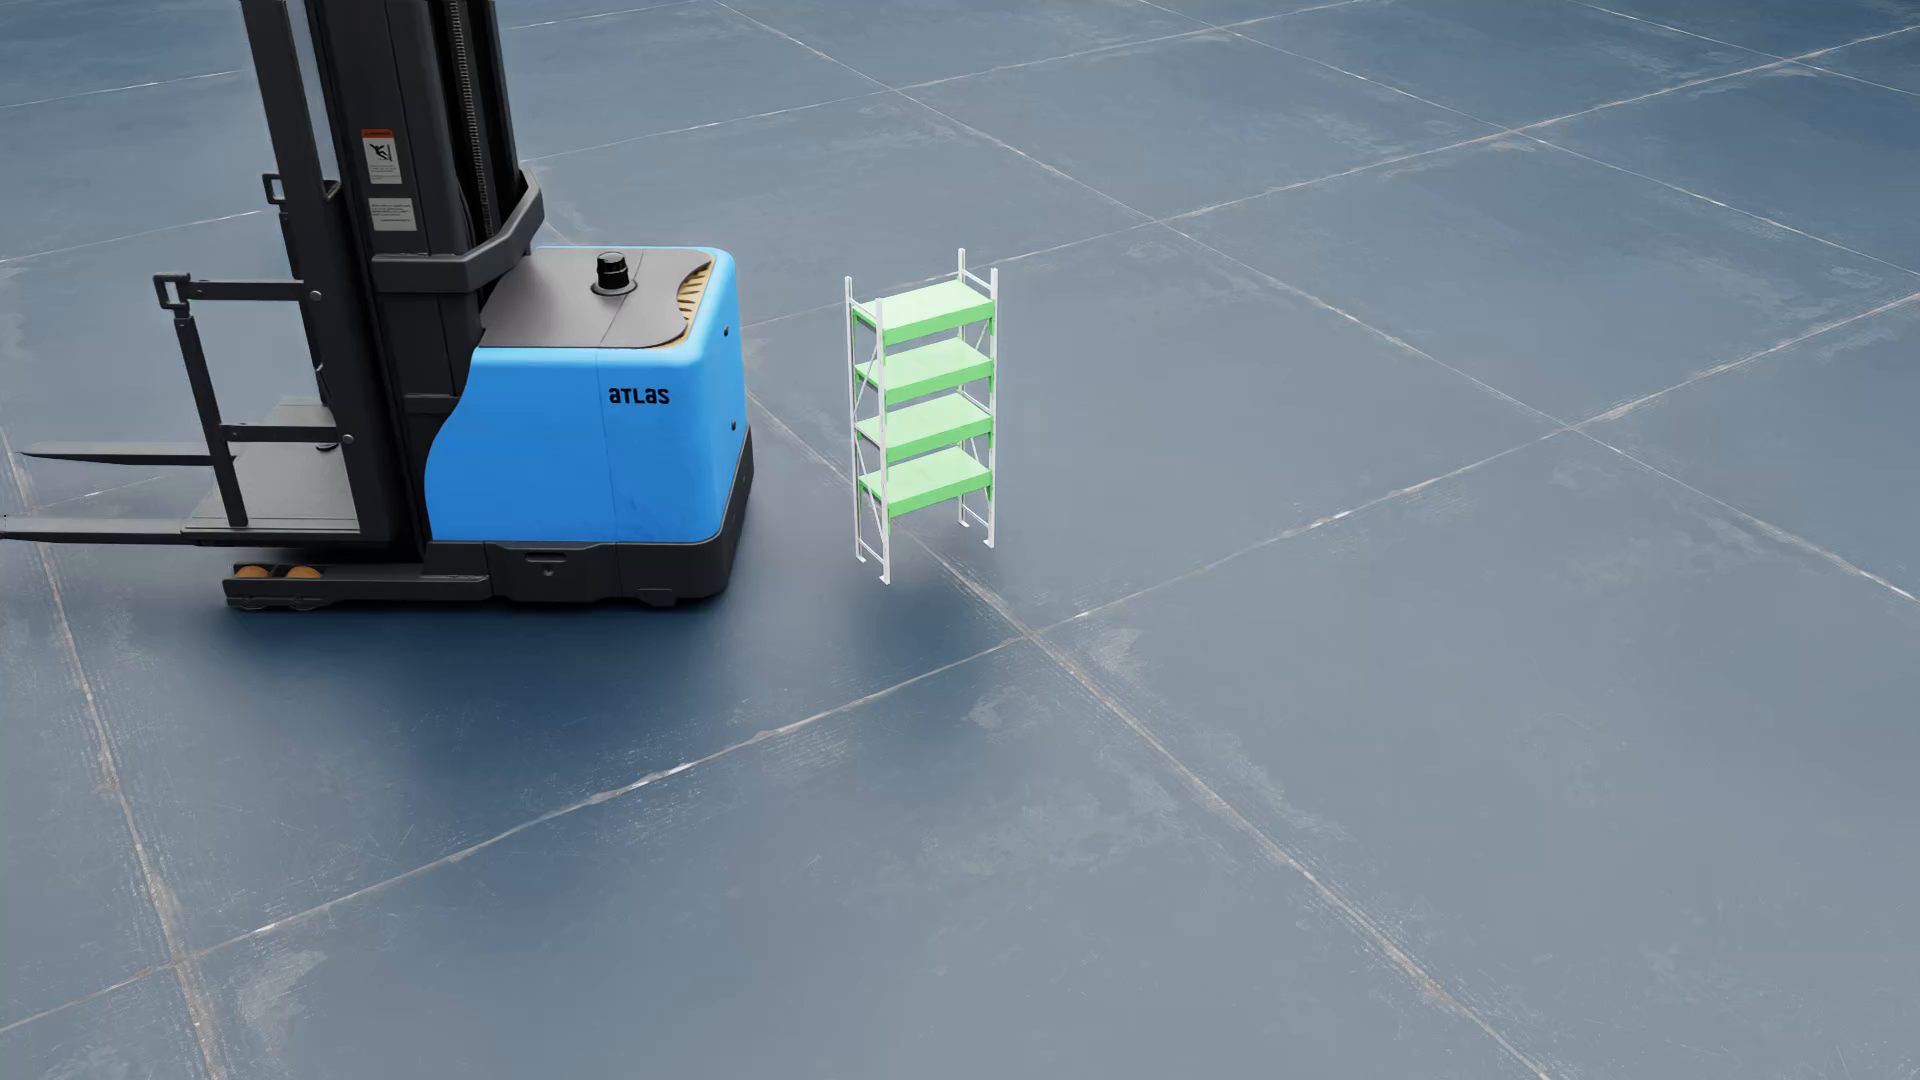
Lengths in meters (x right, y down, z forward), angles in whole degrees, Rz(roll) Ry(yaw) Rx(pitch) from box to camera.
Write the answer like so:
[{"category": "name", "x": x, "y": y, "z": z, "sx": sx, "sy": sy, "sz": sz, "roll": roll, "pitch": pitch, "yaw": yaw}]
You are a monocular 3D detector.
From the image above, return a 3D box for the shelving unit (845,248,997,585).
[{"category": "shelving unit", "x": -0.139, "y": -0.460, "z": 6.354, "sx": 0.503, "sy": 1.200, "sz": 0.258, "roll": -19, "pitch": 37, "yaw": -27}]

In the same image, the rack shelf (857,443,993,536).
[{"category": "rack shelf", "x": -0.139, "y": -0.203, "z": 6.516, "sx": 0.480, "sy": 0.148, "sz": 0.258, "roll": -19, "pitch": 37, "yaw": -27}]

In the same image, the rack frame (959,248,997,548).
[{"category": "rack frame", "x": 0.066, "y": -0.530, "z": 6.466, "sx": 0.015, "sy": 1.200, "sz": 0.240, "roll": -19, "pitch": 37, "yaw": -27}]

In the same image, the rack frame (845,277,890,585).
[{"category": "rack frame", "x": -0.344, "y": -0.389, "z": 6.242, "sx": 0.015, "sy": 1.200, "sz": 0.240, "roll": -19, "pitch": 37, "yaw": -27}]

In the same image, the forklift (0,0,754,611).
[{"category": "forklift", "x": -2.397, "y": -1.253, "z": 5.989, "sx": 3.031, "sy": 2.935, "sz": 1.130, "roll": 1, "pitch": 32, "yaw": 1}]

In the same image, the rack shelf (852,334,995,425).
[{"category": "rack shelf", "x": -0.139, "y": -0.609, "z": 6.260, "sx": 0.480, "sy": 0.148, "sz": 0.258, "roll": -19, "pitch": 37, "yaw": -27}]

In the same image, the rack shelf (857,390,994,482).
[{"category": "rack shelf", "x": -0.139, "y": -0.406, "z": 6.388, "sx": 0.480, "sy": 0.148, "sz": 0.258, "roll": -19, "pitch": 37, "yaw": -27}]

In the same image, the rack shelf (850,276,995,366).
[{"category": "rack shelf", "x": -0.139, "y": -0.812, "z": 6.132, "sx": 0.480, "sy": 0.148, "sz": 0.258, "roll": -19, "pitch": 37, "yaw": -27}]
